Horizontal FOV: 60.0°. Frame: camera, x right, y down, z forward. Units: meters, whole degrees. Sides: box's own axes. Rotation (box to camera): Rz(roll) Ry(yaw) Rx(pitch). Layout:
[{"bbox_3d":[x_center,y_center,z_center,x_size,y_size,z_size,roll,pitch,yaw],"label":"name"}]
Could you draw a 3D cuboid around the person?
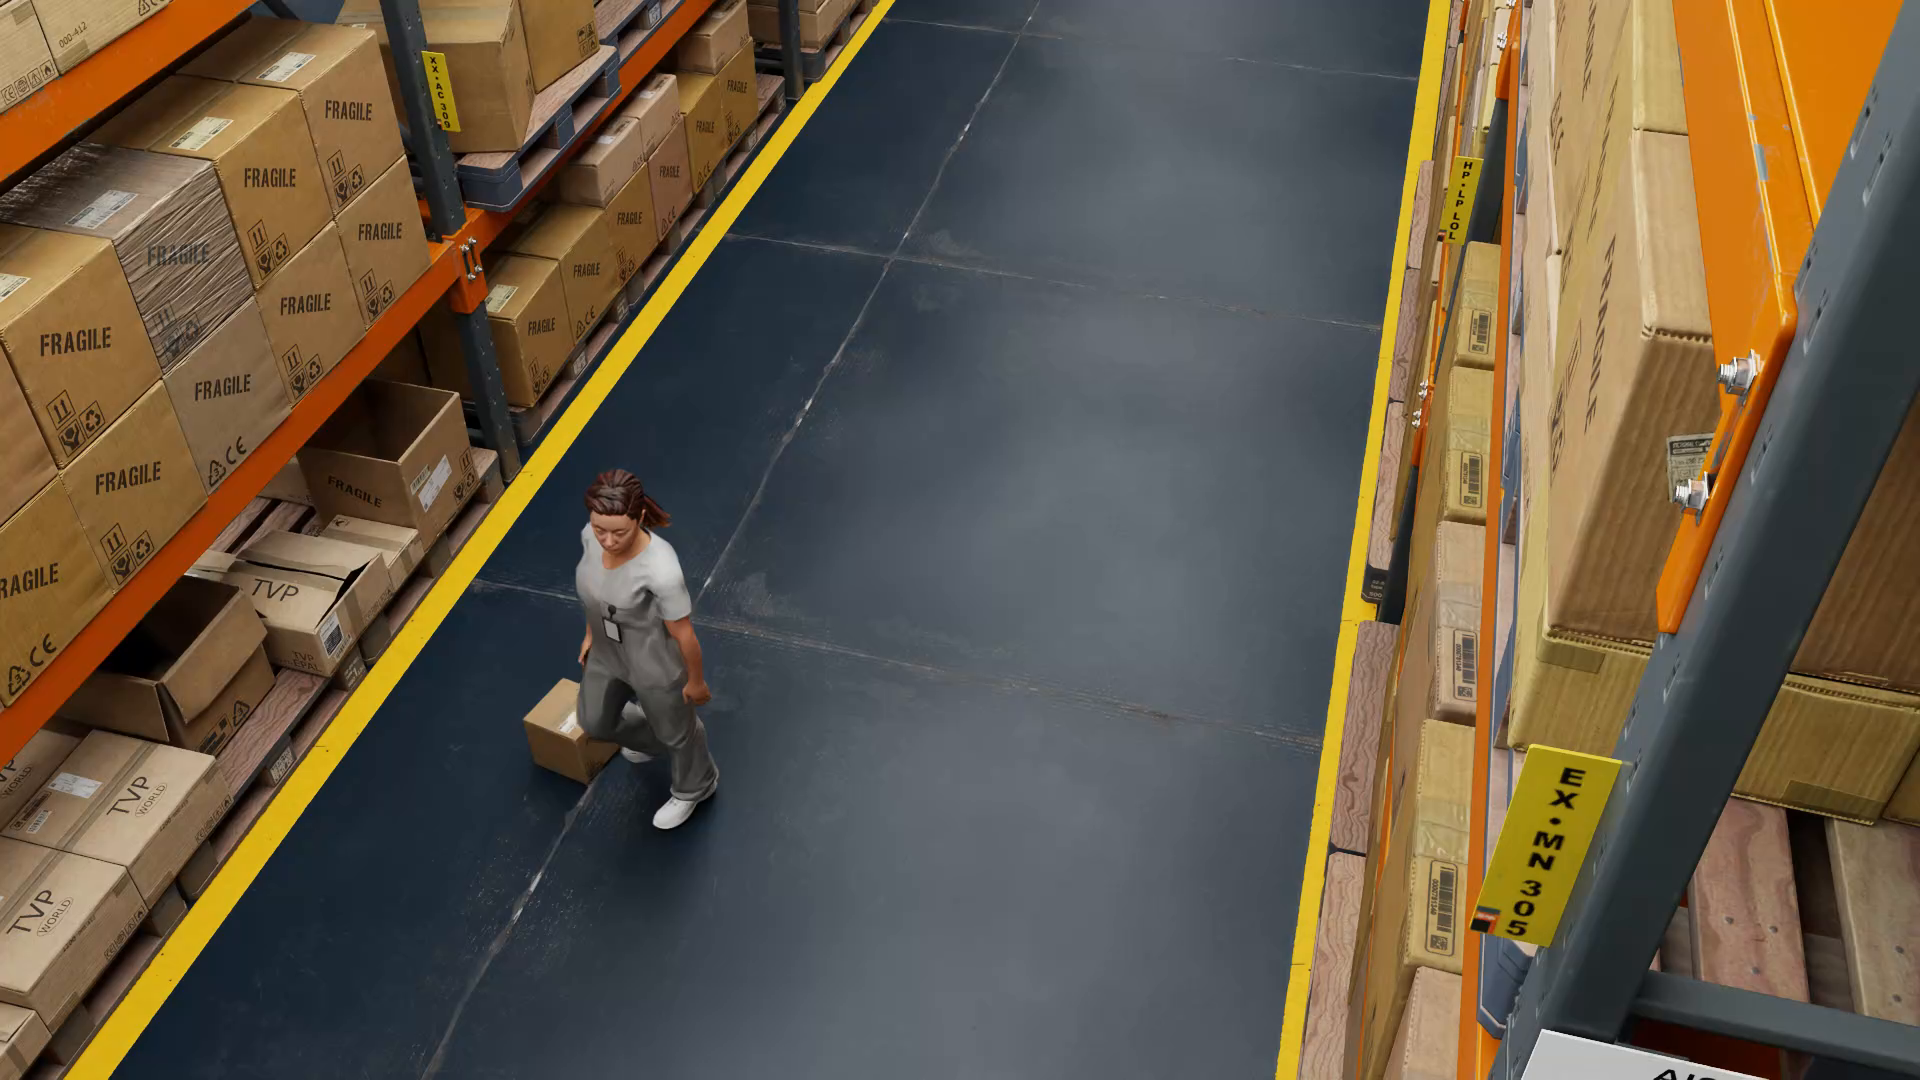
[{"bbox_3d":[-1.093,0.371,5.707,0.595,1.667,0.434,28,48,28],"label":"person"}]
